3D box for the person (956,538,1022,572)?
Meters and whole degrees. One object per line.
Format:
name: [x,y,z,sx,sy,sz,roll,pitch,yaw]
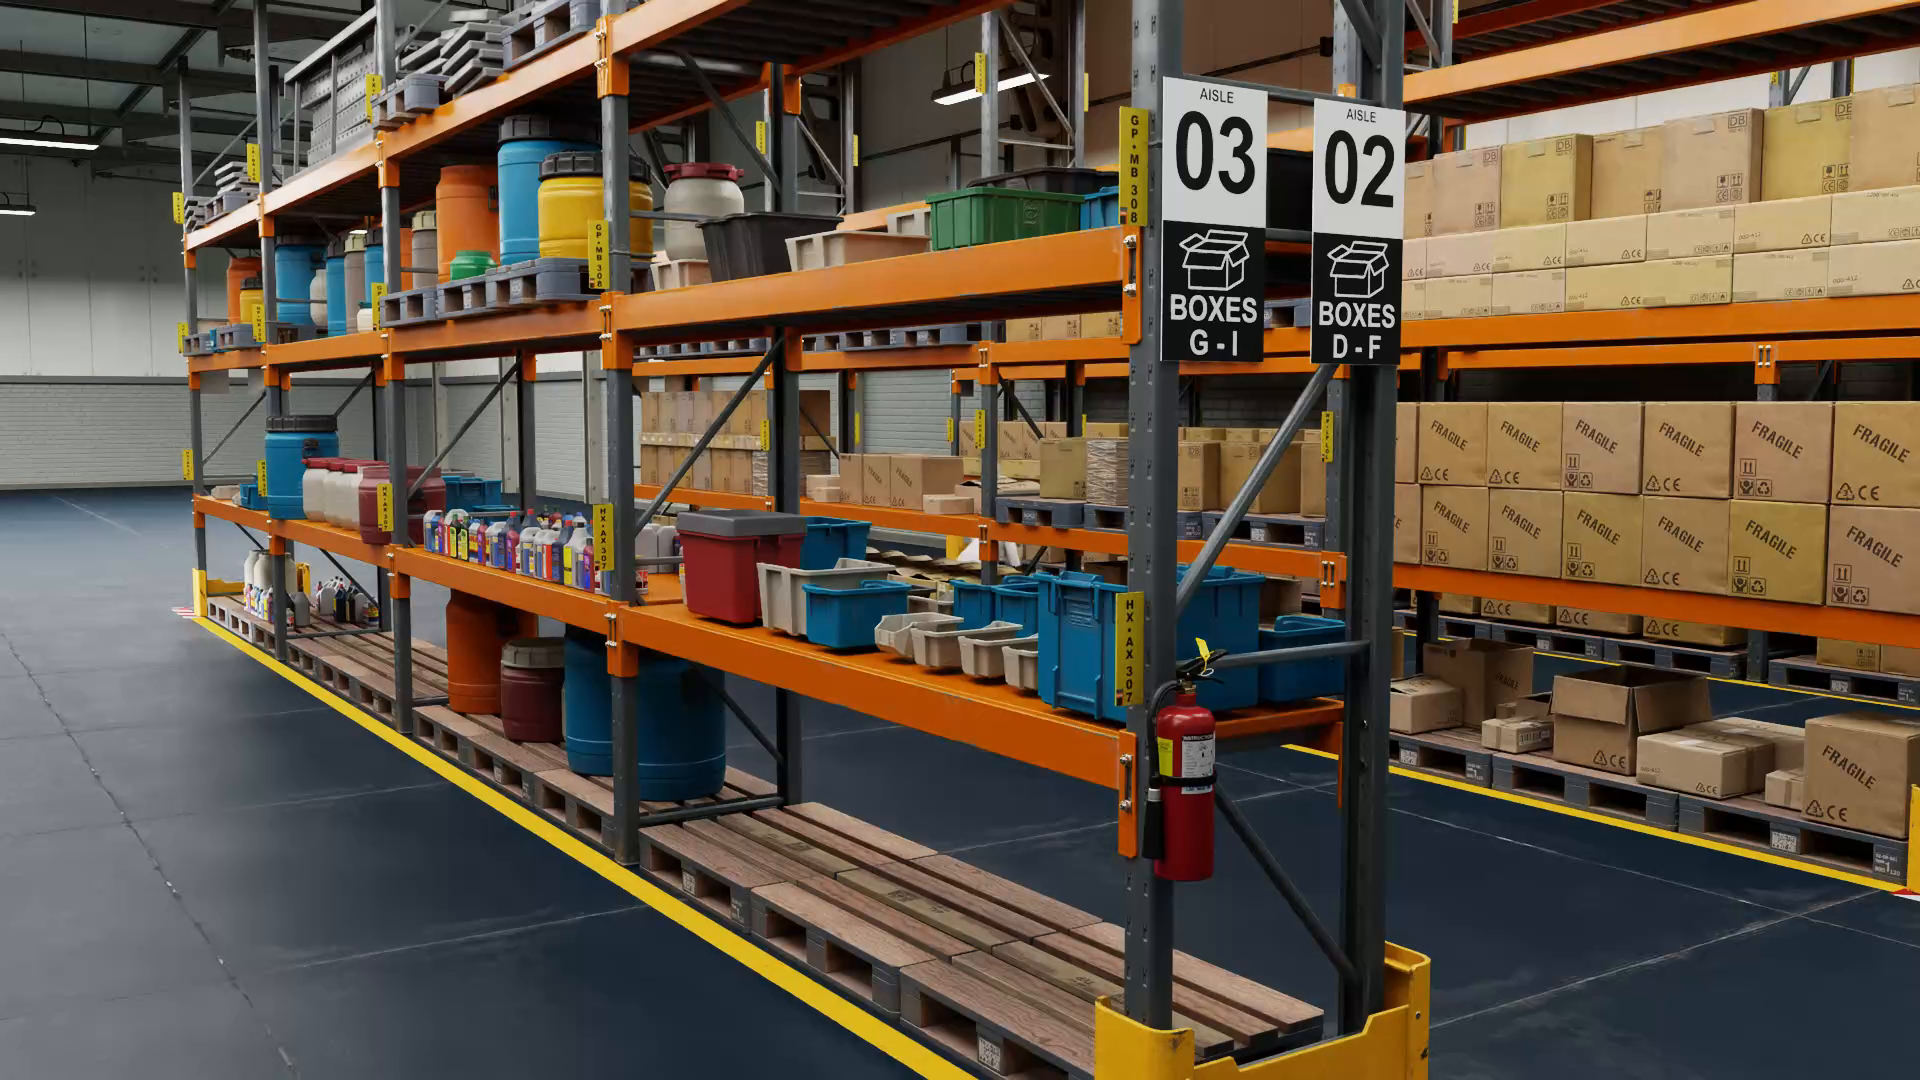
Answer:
person: [0.356,0.294,18.965,0.896,0.927,0.570,-3,6,-34]
